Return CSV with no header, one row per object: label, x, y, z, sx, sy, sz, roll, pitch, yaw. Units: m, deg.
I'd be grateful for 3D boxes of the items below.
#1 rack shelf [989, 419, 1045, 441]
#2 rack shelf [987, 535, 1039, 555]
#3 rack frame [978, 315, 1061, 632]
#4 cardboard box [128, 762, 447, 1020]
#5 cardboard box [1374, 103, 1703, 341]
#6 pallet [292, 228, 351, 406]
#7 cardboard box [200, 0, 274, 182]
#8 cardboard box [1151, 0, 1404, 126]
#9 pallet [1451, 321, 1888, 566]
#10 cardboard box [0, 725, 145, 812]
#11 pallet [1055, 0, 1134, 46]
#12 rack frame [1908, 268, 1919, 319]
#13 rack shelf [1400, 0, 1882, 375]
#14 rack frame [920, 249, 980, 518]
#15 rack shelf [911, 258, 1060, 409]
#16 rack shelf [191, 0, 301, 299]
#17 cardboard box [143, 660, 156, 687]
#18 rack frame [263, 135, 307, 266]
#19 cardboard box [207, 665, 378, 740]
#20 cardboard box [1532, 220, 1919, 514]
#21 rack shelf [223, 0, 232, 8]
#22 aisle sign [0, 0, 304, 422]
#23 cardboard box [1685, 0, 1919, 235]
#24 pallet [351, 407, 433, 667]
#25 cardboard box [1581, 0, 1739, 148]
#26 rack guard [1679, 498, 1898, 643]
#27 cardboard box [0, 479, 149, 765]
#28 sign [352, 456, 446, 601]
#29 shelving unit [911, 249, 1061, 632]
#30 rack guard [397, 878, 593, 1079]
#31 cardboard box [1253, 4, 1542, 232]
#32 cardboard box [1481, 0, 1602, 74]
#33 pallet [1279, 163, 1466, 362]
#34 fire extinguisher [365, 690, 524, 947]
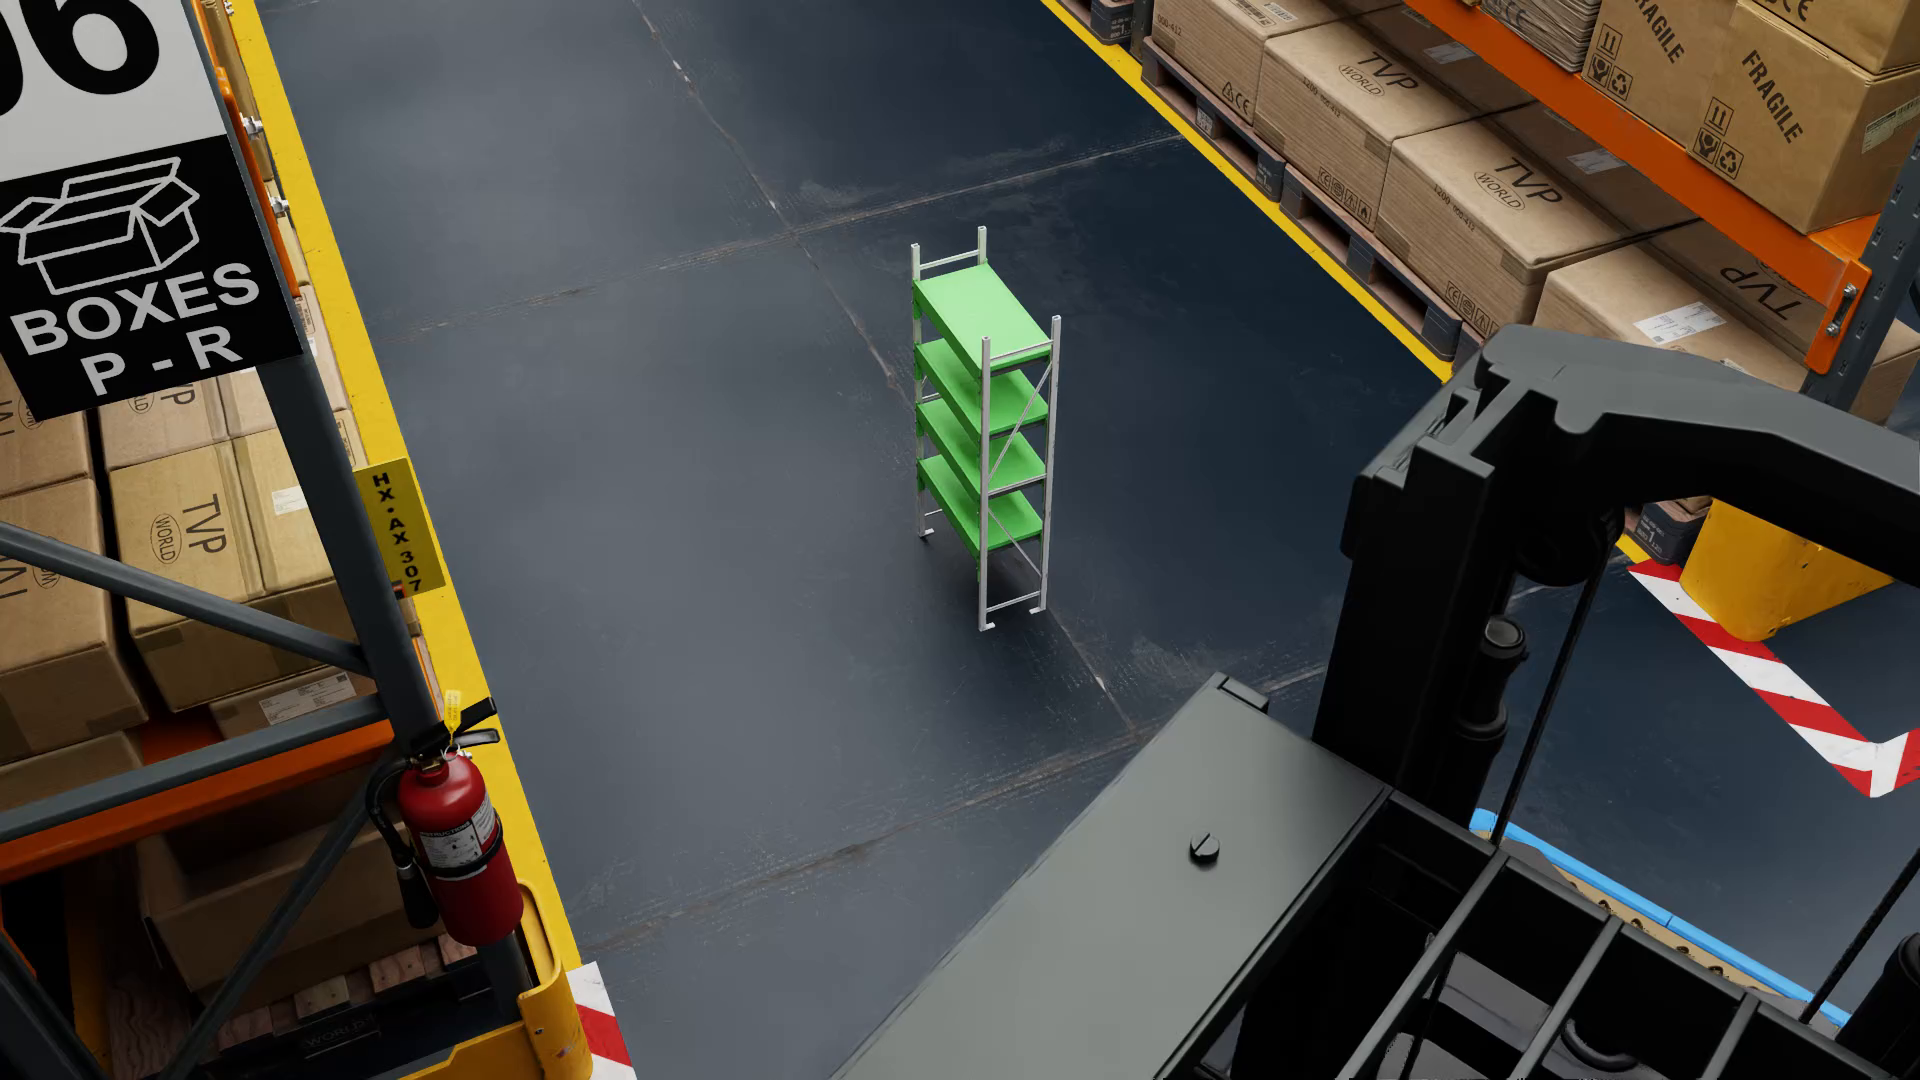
rack shelf,0.070,-0.467,5.078,0.199,0.029,0.442,-18,47,-17
rack shelf,0.070,-0.126,5.415,0.199,0.029,0.442,-18,47,-17
rack frame,0.172,-0.166,5.064,0.240,1.200,0.015,-18,47,-17
cardboard box,-1.680,0.774,4.309,0.797,0.503,0.637,-20,48,-19
cardboard box,2.233,-1.225,6.381,0.875,0.438,0.875,-17,47,-16
pallet,-2.903,-0.666,6.275,1.003,0.211,1.213,-18,47,-17
cardboard box,-2.086,-1.192,4.183,0.500,0.500,0.500,-17,47,-16
cardboard box,1.478,-2.371,7.542,0.875,0.438,0.875,-19,48,-18
pallet,2.586,-0.510,6.116,1.003,0.211,1.213,-18,47,-17
cardboard box,-1.891,0.410,3.378,0.380,0.149,0.250,-19,48,-18
pallet,0.919,-3.042,8.683,1.003,0.211,1.213,-18,47,-17
rack frame,2.990,-1.015,4.643,0.949,2.616,0.053,-18,47,-17
rack shelf,2.153,-2.034,6.188,1.077,0.370,4.000,-18,47,-17
rack frame,-0.034,-0.477,5.379,0.228,1.046,0.006,-18,47,-17
rack shelf,0.070,-0.618,4.929,0.258,0.148,0.480,-18,47,-17
rack shelf,-2.349,-1.634,3.647,1.077,0.370,4.000,-18,47,-17
cardboard box,-1.942,0.230,3.560,0.380,0.149,0.250,-17,47,-16
rack frame,-3.190,-2.097,5.739,1.000,3.000,0.127,-18,47,-17
cardboard box,-1.398,0.251,3.539,0.380,0.149,0.250,-18,48,-18
cardboard box,2.625,-0.645,5.793,0.875,0.438,0.875,-20,48,-19
rack shelf,-4.031,-3.115,7.284,1.077,0.370,4.000,-18,47,-17
aisle sign,-1.213,-0.516,2.287,0.394,0.787,0.004,-18,47,-17
cardboard box,2.551,-1.281,4.841,0.500,0.500,0.500,-18,47,-17
pallet,-2.386,0.112,5.486,1.003,0.211,1.213,-18,47,-17
cardboard box,2.353,-1.605,5.170,0.500,0.500,0.500,-19,48,-18
rack guard,3.004,-0.111,5.506,1.175,0.500,0.348,-18,47,-17
cardboard box,-1.943,0.185,3.322,0.500,0.250,0.500,-17,47,-16
sign,-1.016,-0.016,3.014,0.100,0.325,0.005,-18,47,-17
shelving unit,4.177,-4.790,9.751,13.061,1.200,8.595,-18,47,-17
rack guard,-1.540,1.294,4.083,1.175,0.500,0.348,-18,47,-17
cardboard box,1.855,-1.800,6.964,0.875,0.438,0.875,-19,48,-19
cardboard box,2.128,-1.930,5.499,0.500,0.500,0.500,-17,47,-16
pallet,2.077,-1.286,6.903,1.003,0.211,1.213,-18,47,-17
fire extinguisher,-1.027,0.570,3.358,0.296,0.674,0.183,-18,47,-17
